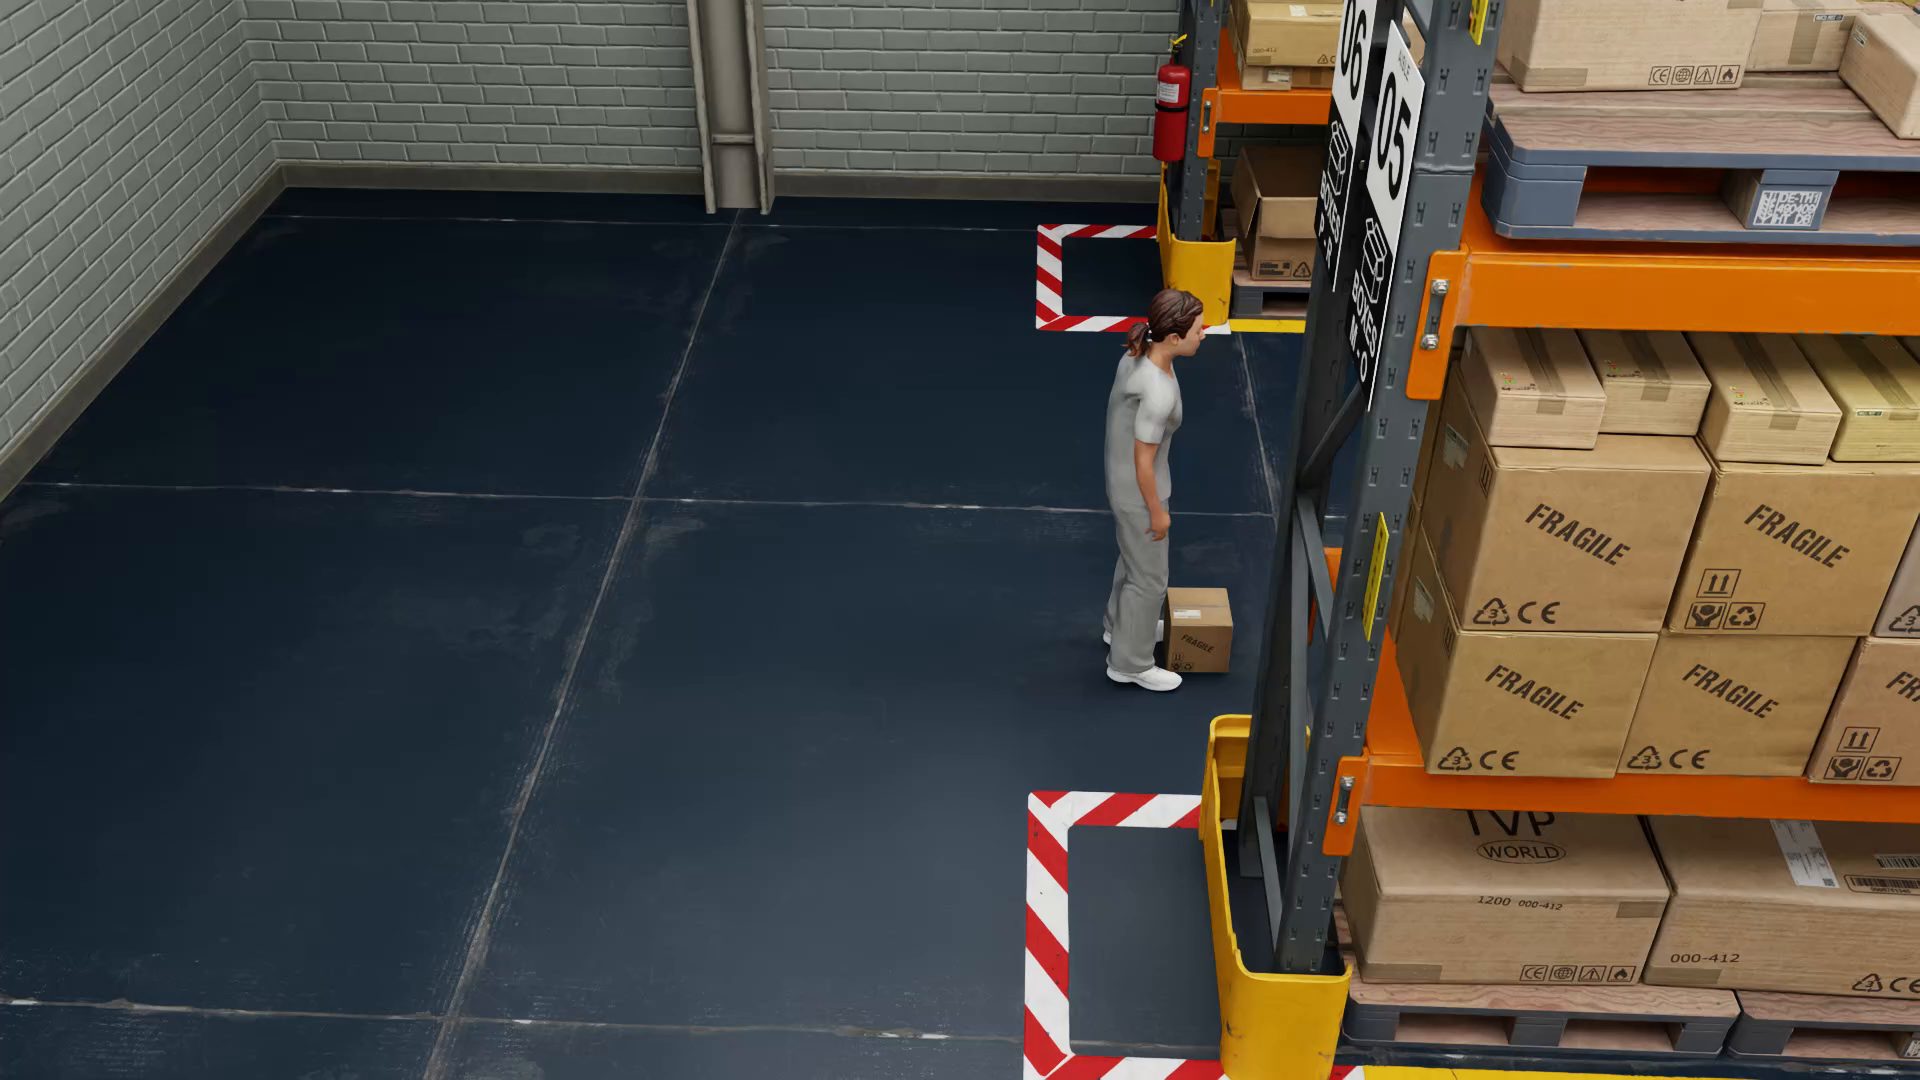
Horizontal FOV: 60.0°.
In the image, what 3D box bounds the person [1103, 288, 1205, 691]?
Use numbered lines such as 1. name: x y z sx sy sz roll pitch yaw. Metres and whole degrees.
1. person: 0.729 -0.205 6.432 0.358 1.673 0.486 2 36 2
